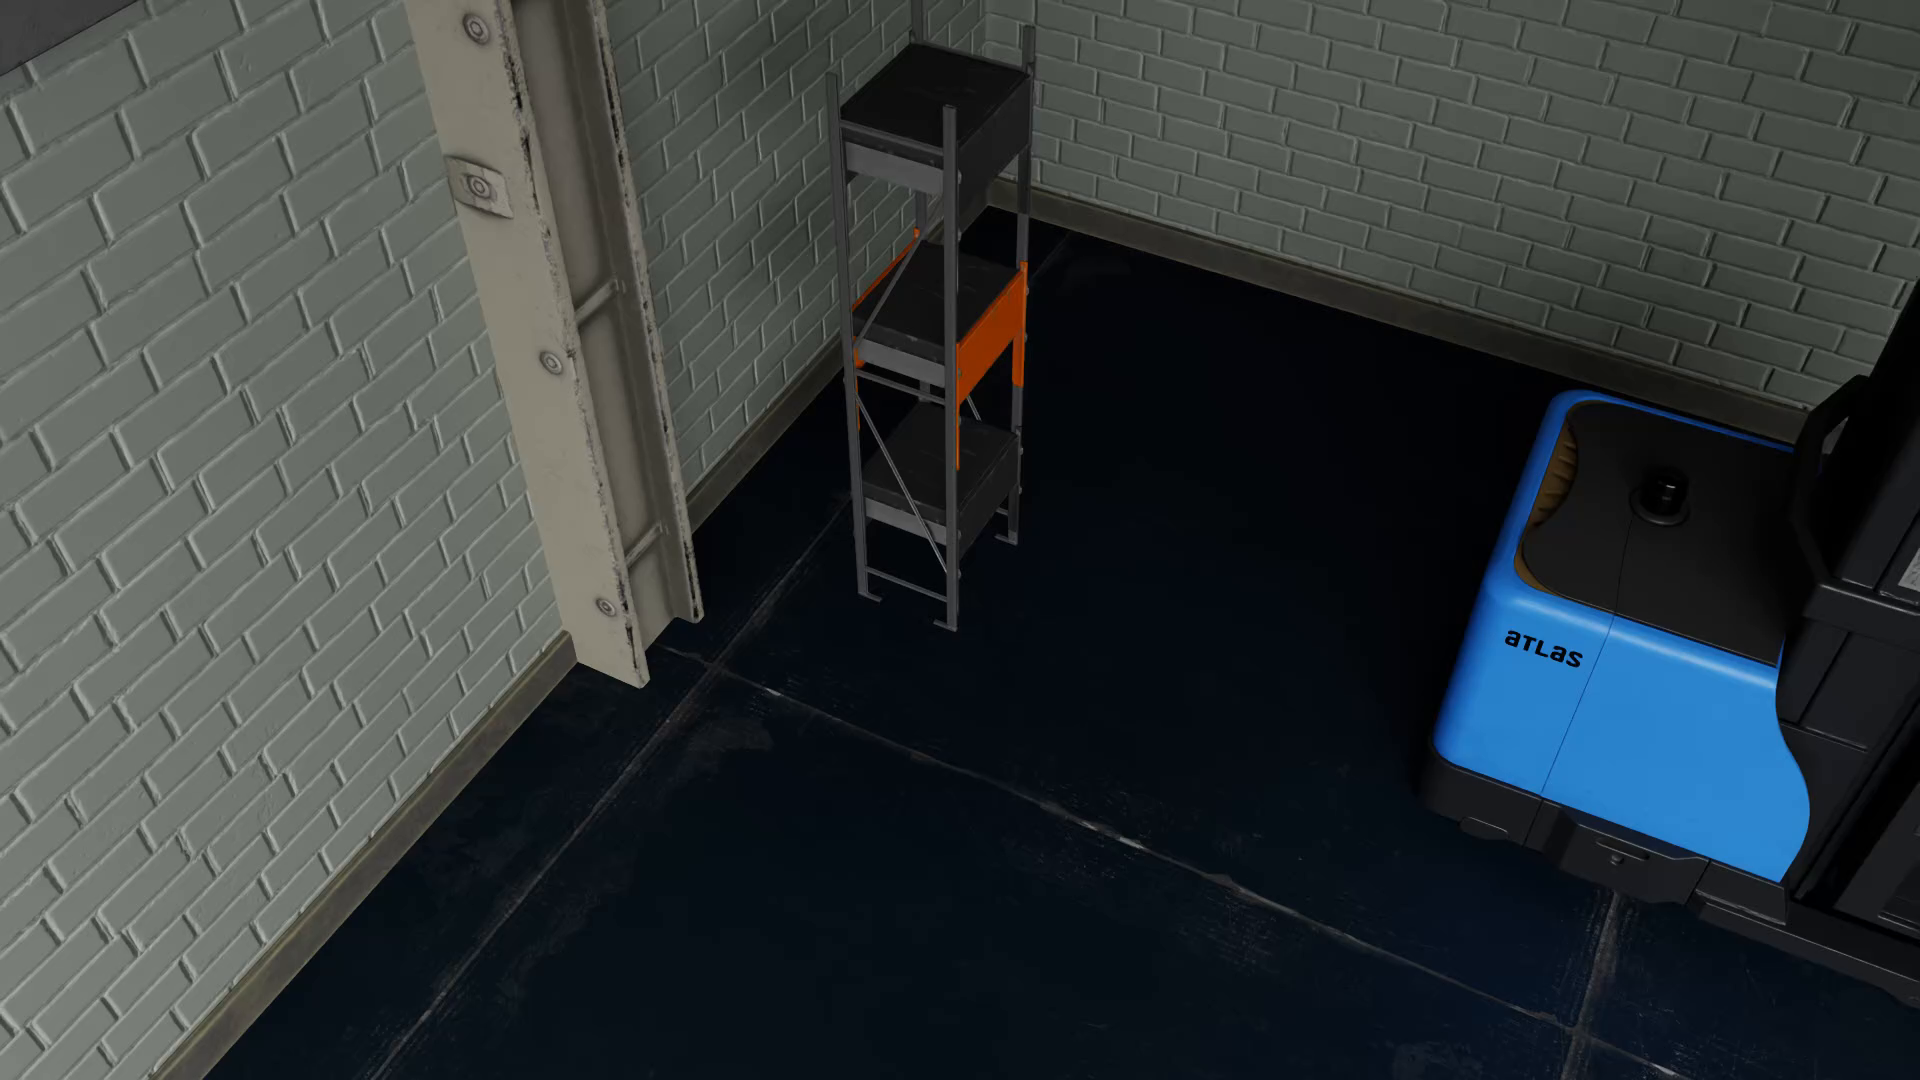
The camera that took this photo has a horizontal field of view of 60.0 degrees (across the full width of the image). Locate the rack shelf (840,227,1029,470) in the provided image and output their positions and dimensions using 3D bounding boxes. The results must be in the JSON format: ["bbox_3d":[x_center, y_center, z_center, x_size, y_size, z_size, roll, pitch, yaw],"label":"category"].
[{"bbox_3d":[-0.077,-0.624,5.410,0.431,0.518,0.480,20,49,19],"label":"rack shelf"}]

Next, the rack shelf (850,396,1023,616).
[{"bbox_3d":[-0.077,-0.132,5.908,0.431,0.518,0.480,20,49,19],"label":"rack shelf"}]

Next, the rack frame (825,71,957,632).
[{"bbox_3d":[-0.190,-0.480,5.248,0.400,2.100,0.015,20,49,19],"label":"rack frame"}]

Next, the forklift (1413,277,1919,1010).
[{"bbox_3d":[3.012,0.003,4.186,3.031,2.935,1.130,20,49,18],"label":"forklift"}]

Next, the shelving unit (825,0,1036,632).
[{"bbox_3d":[-0.077,-0.634,5.400,0.431,2.100,0.503,20,49,19],"label":"shelving unit"}]

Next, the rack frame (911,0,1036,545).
[{"bbox_3d":[0.036,-0.788,5.552,0.400,2.100,0.015,20,49,19],"label":"rack frame"}]

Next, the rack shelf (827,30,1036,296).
[{"bbox_3d":[-0.077,-1.116,4.912,0.431,0.518,0.480,20,49,19],"label":"rack shelf"}]

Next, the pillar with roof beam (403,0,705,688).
[{"bbox_3d":[2.669,-1.403,1.310,9.100,9.000,0.400,20,49,19],"label":"pillar with roof beam"}]
